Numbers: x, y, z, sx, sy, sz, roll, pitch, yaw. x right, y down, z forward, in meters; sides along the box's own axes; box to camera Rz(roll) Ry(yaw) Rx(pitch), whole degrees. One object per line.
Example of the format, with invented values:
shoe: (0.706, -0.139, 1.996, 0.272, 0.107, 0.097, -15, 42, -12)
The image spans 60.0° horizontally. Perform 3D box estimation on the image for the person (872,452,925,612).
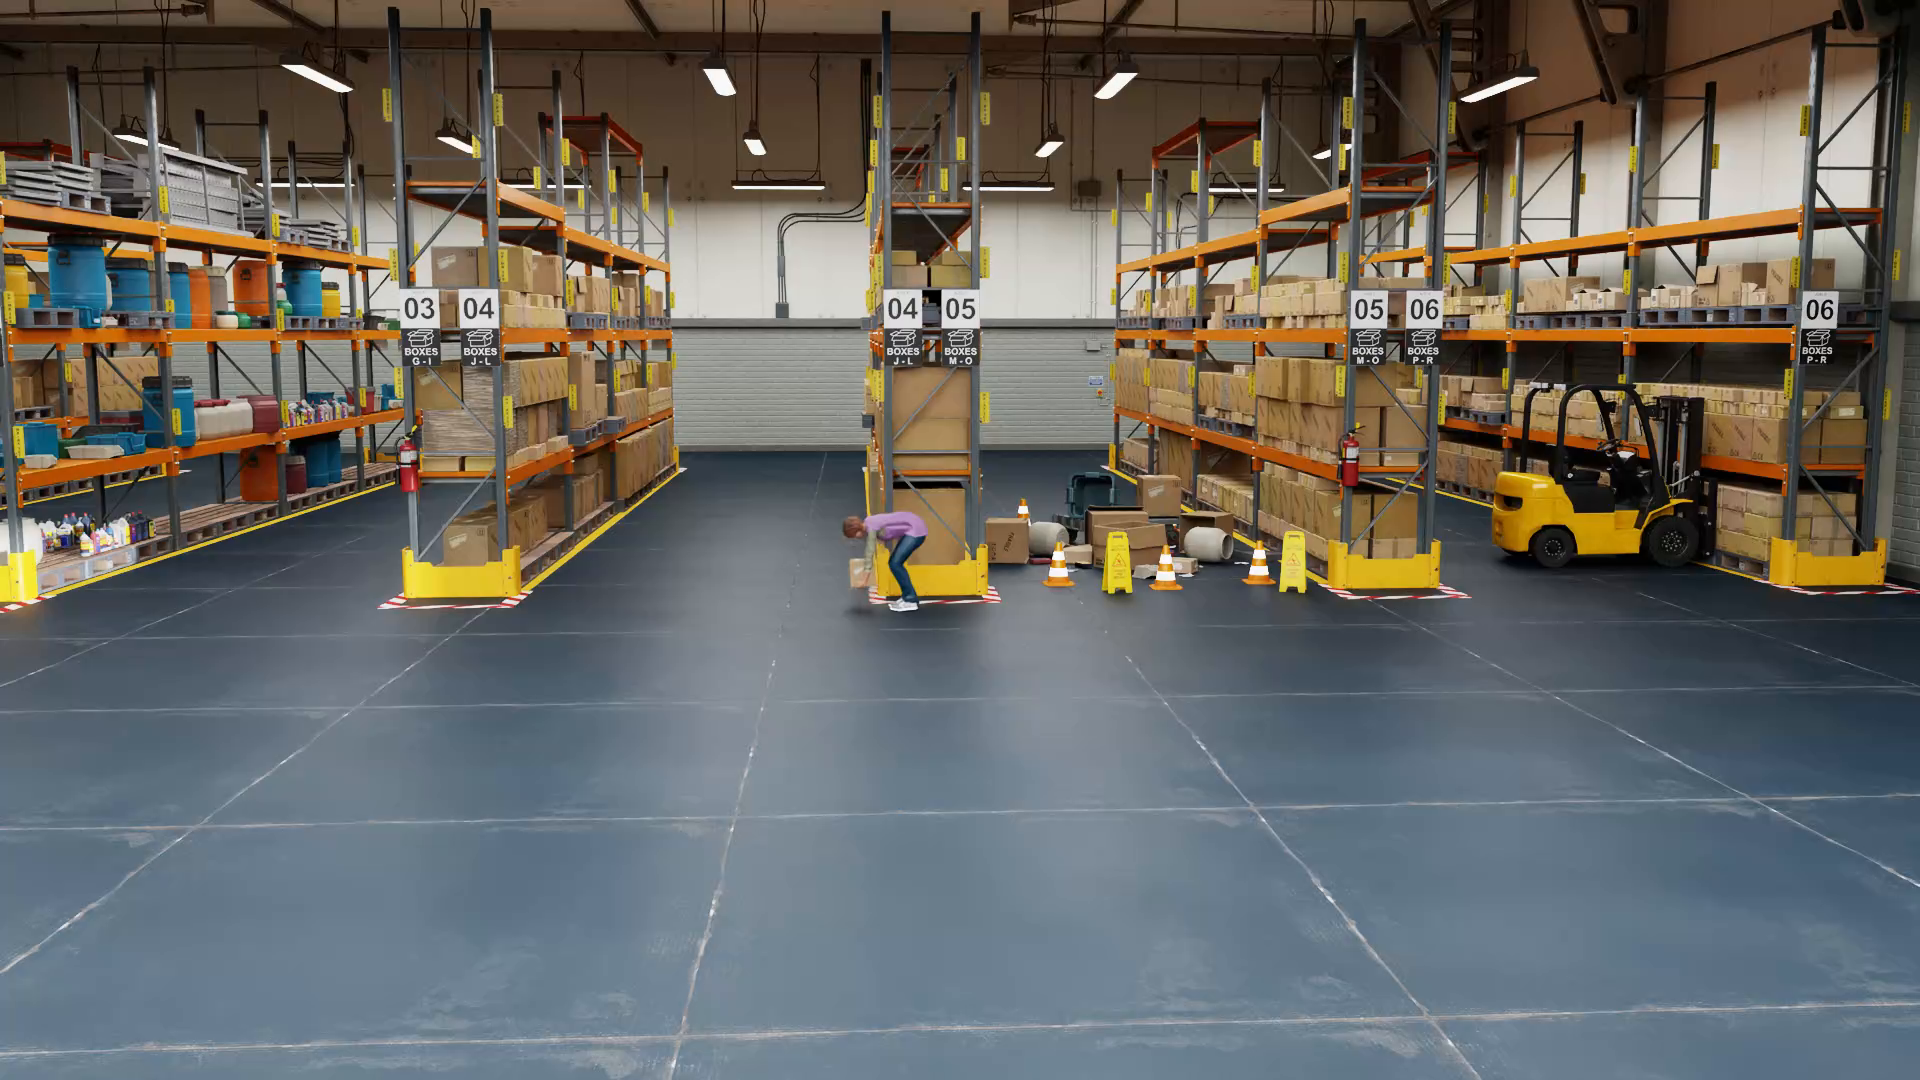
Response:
person: (-0.611, -0.087, 16.566, 0.520, 1.587, 0.373, 0, 7, 1)
